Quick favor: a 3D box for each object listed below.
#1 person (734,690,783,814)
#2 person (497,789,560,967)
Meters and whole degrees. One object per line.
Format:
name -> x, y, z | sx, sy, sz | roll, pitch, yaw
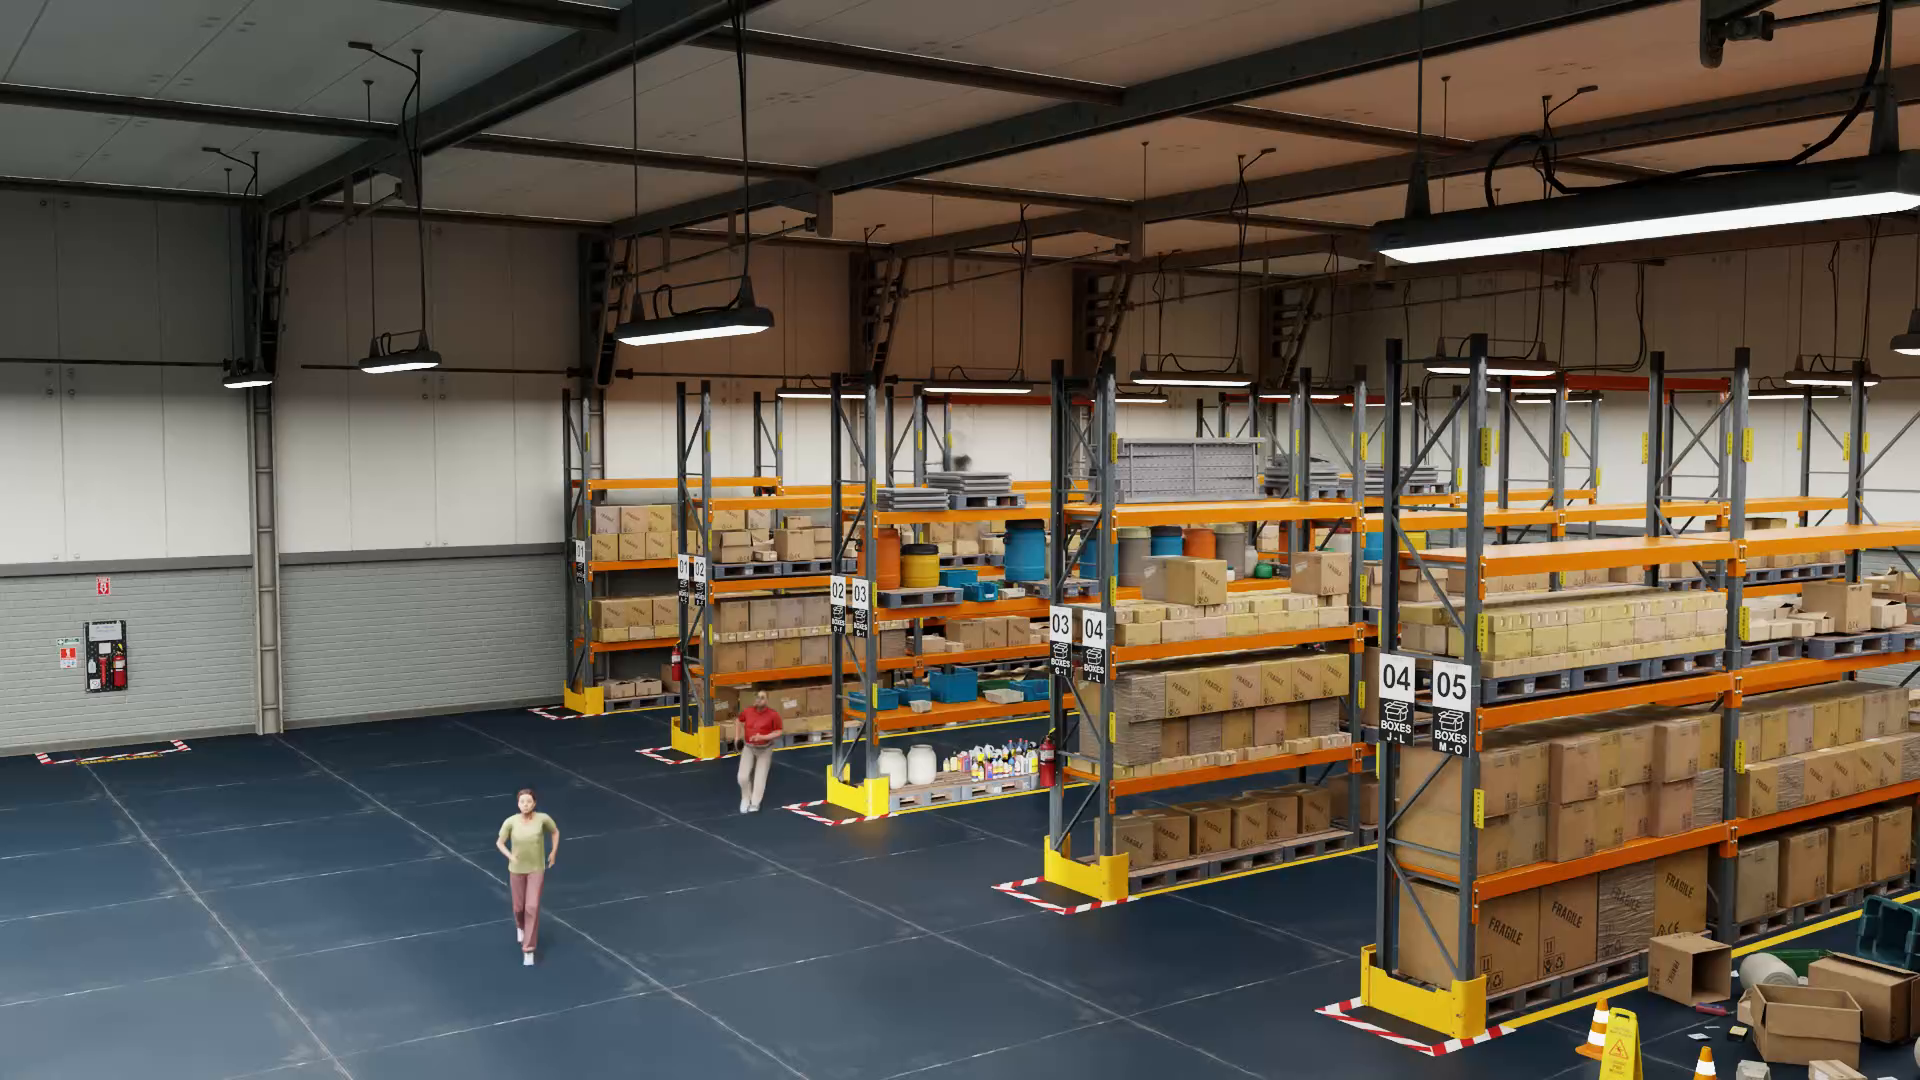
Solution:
person -> -2.736, 2.882, 22.519 | 0.672, 1.696, 0.598 | 0, 4, 1
person -> -4.268, 3.279, 16.453 | 0.599, 1.677, 0.817 | -1, 4, -11
